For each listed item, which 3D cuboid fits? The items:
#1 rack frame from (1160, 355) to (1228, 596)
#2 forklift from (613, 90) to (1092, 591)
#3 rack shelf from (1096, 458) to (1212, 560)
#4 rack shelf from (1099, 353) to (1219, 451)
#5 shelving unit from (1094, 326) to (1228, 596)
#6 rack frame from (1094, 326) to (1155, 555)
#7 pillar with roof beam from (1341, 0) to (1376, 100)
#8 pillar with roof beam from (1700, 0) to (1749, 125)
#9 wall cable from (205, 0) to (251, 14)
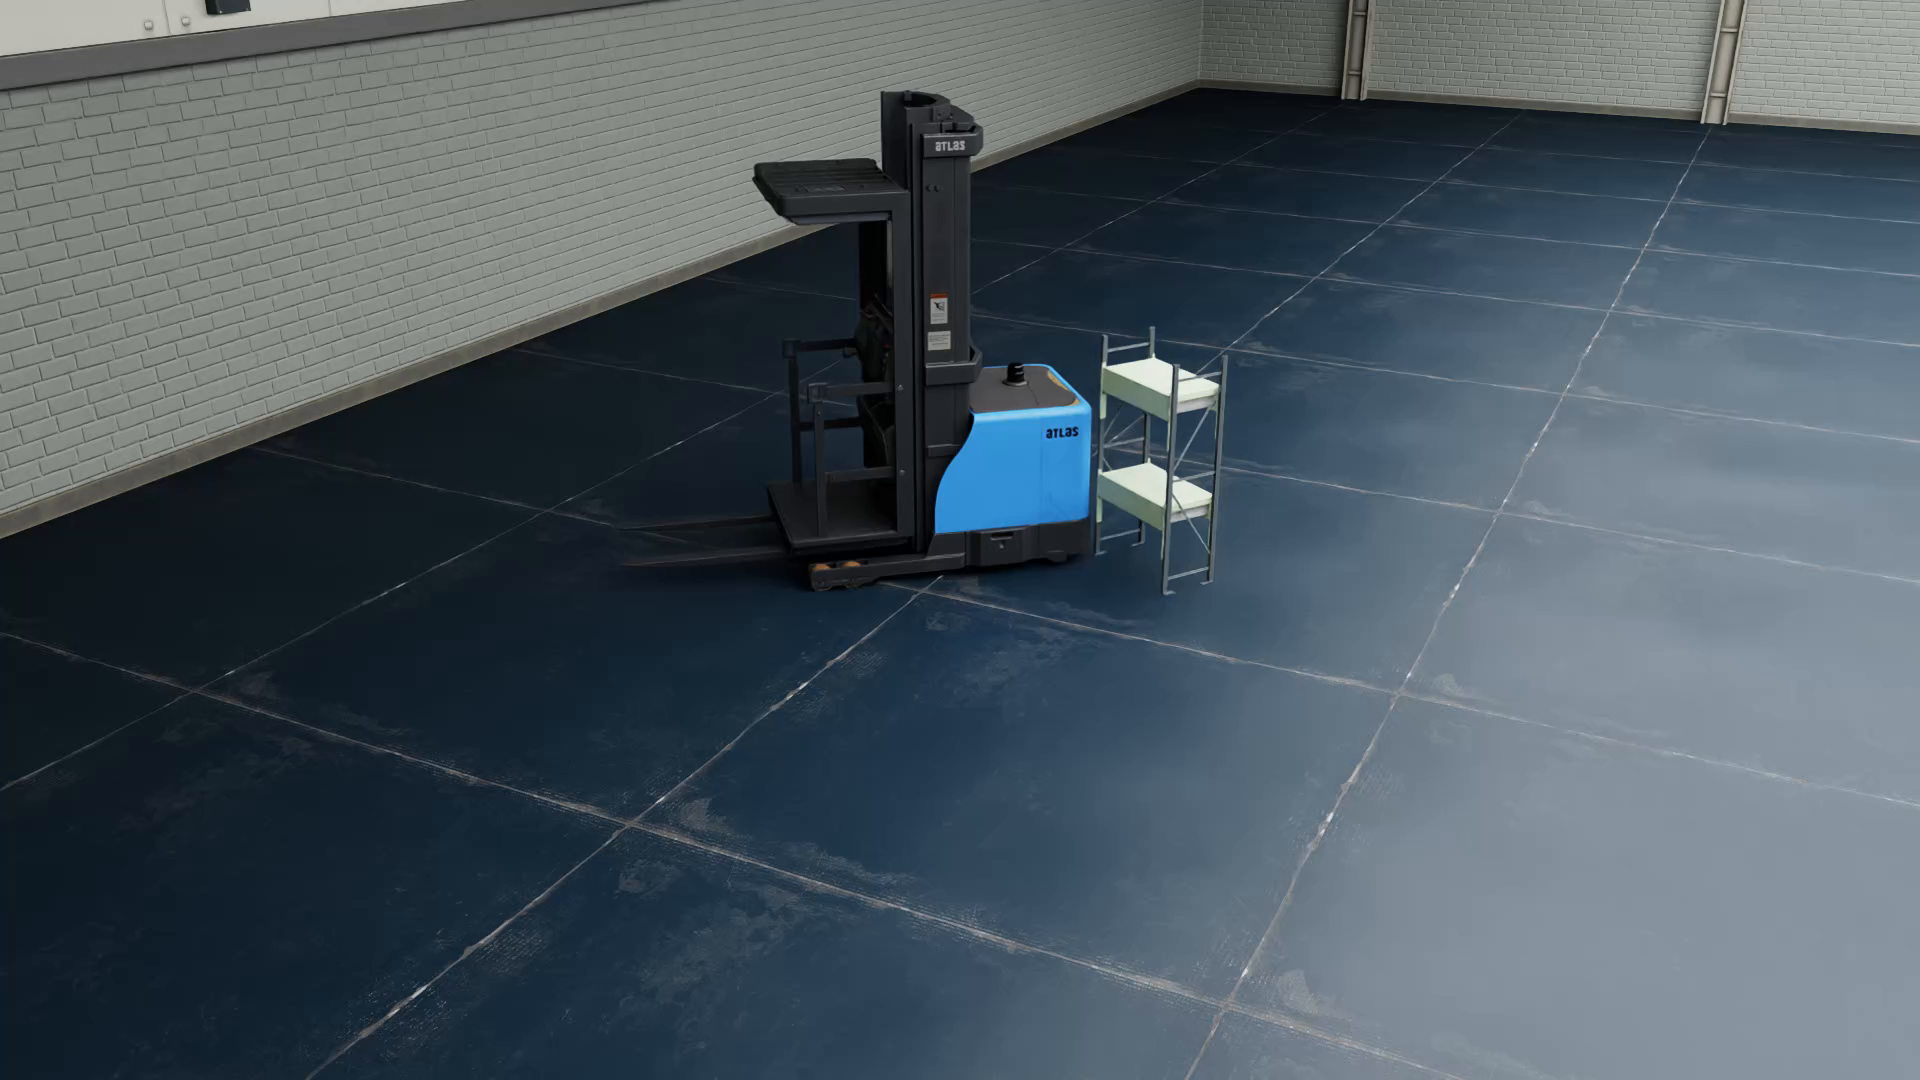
[{"bbox_3d":[1.437,-0.385,10.237,0.400,1.500,0.023,-13,26,-28],"label":"rack frame"},{"bbox_3d":[-0.722,-1.253,10.451,3.031,2.935,1.130,-6,24,-13],"label":"forklift"},{"bbox_3d":[1.251,-0.208,10.654,0.431,0.370,0.720,-13,26,-28],"label":"rack shelf"},{"bbox_3d":[1.252,-0.867,10.374,0.431,0.370,0.720,-13,26,-28],"label":"rack shelf"},{"bbox_3d":[1.251,-0.508,10.527,0.431,1.500,0.755,-13,26,-28],"label":"shelving unit"},{"bbox_3d":[1.065,-0.632,10.817,0.400,1.500,0.023,-13,26,-28],"label":"rack frame"},{"bbox_3d":[5.150,-10.590,24.652,0.400,9.000,9.100,11,25,25],"label":"pillar with roof beam"},{"bbox_3d":[10.505,-9.530,22.161,0.400,9.000,9.100,11,25,25],"label":"pillar with roof beam"},{"bbox_3d":[-4.855,-6.951,11.752,0.169,6.003,2.305,11,25,25],"label":"wall cable"}]
